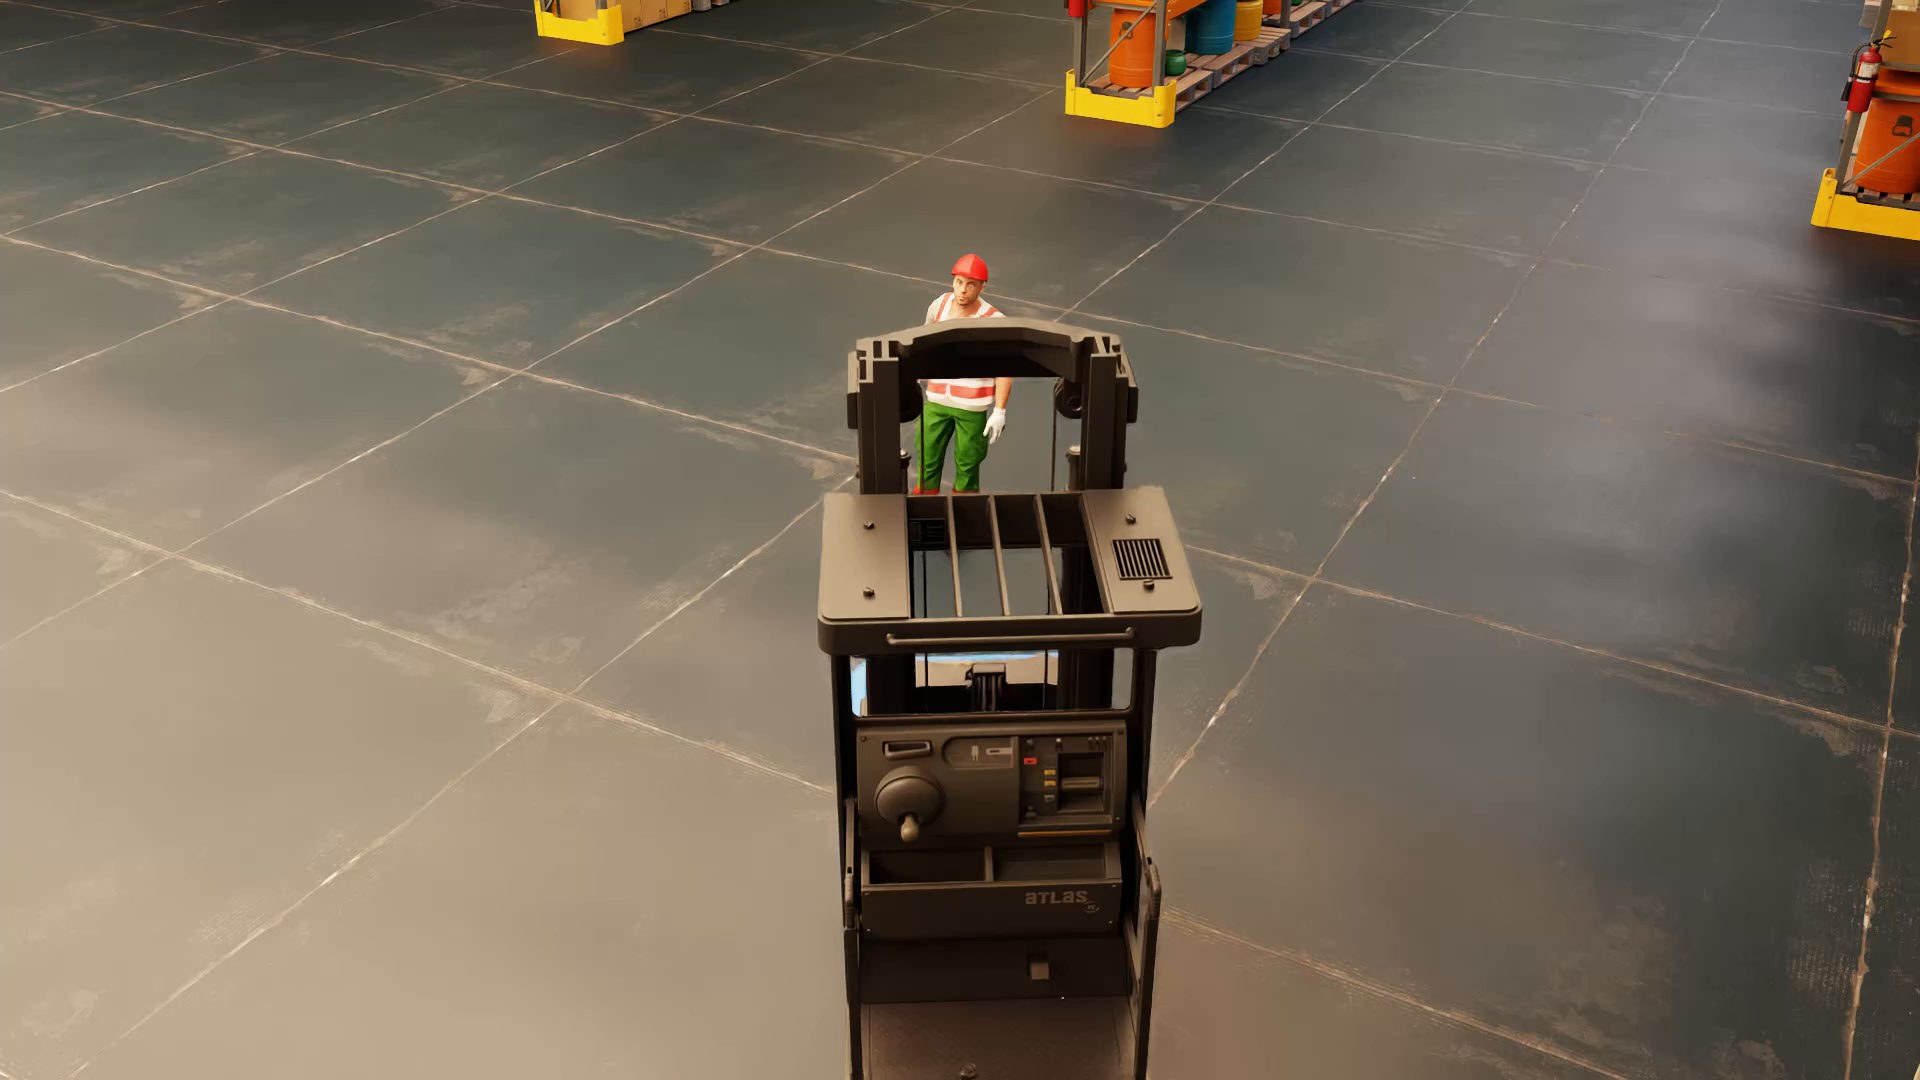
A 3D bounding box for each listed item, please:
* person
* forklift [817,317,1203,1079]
[{"bbox_3d":[-0.050,-0.749,9.497,0.637,1.787,0.564,15,33,25],"label":"person"},{"bbox_3d":[0.124,0.879,5.548,1.130,2.935,3.031,-1,30,-2],"label":"forklift"}]
